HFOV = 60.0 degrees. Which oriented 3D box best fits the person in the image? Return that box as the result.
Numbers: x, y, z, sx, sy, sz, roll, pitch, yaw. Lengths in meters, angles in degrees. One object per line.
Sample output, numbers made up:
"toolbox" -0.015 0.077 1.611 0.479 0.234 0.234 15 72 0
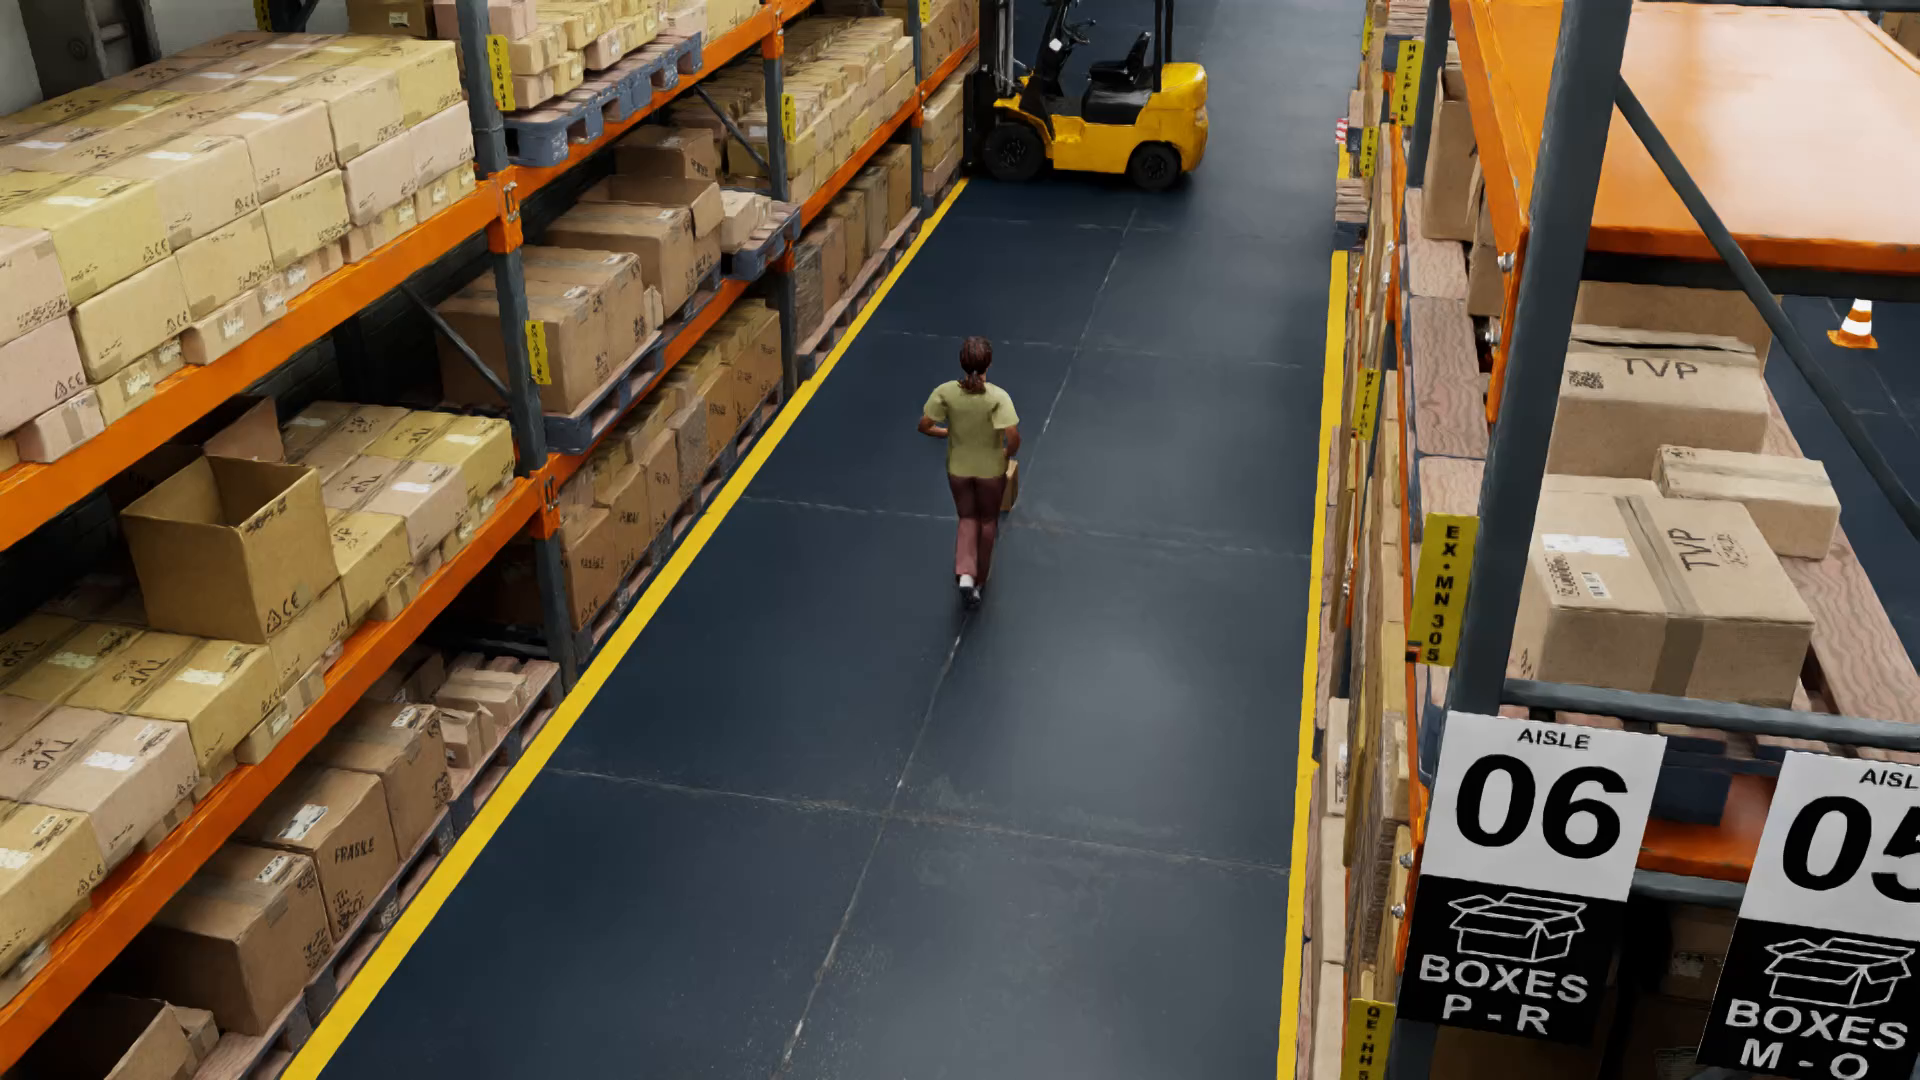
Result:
"person" 0.069 -0.377 9.314 0.594 1.643 0.693 6 29 11
